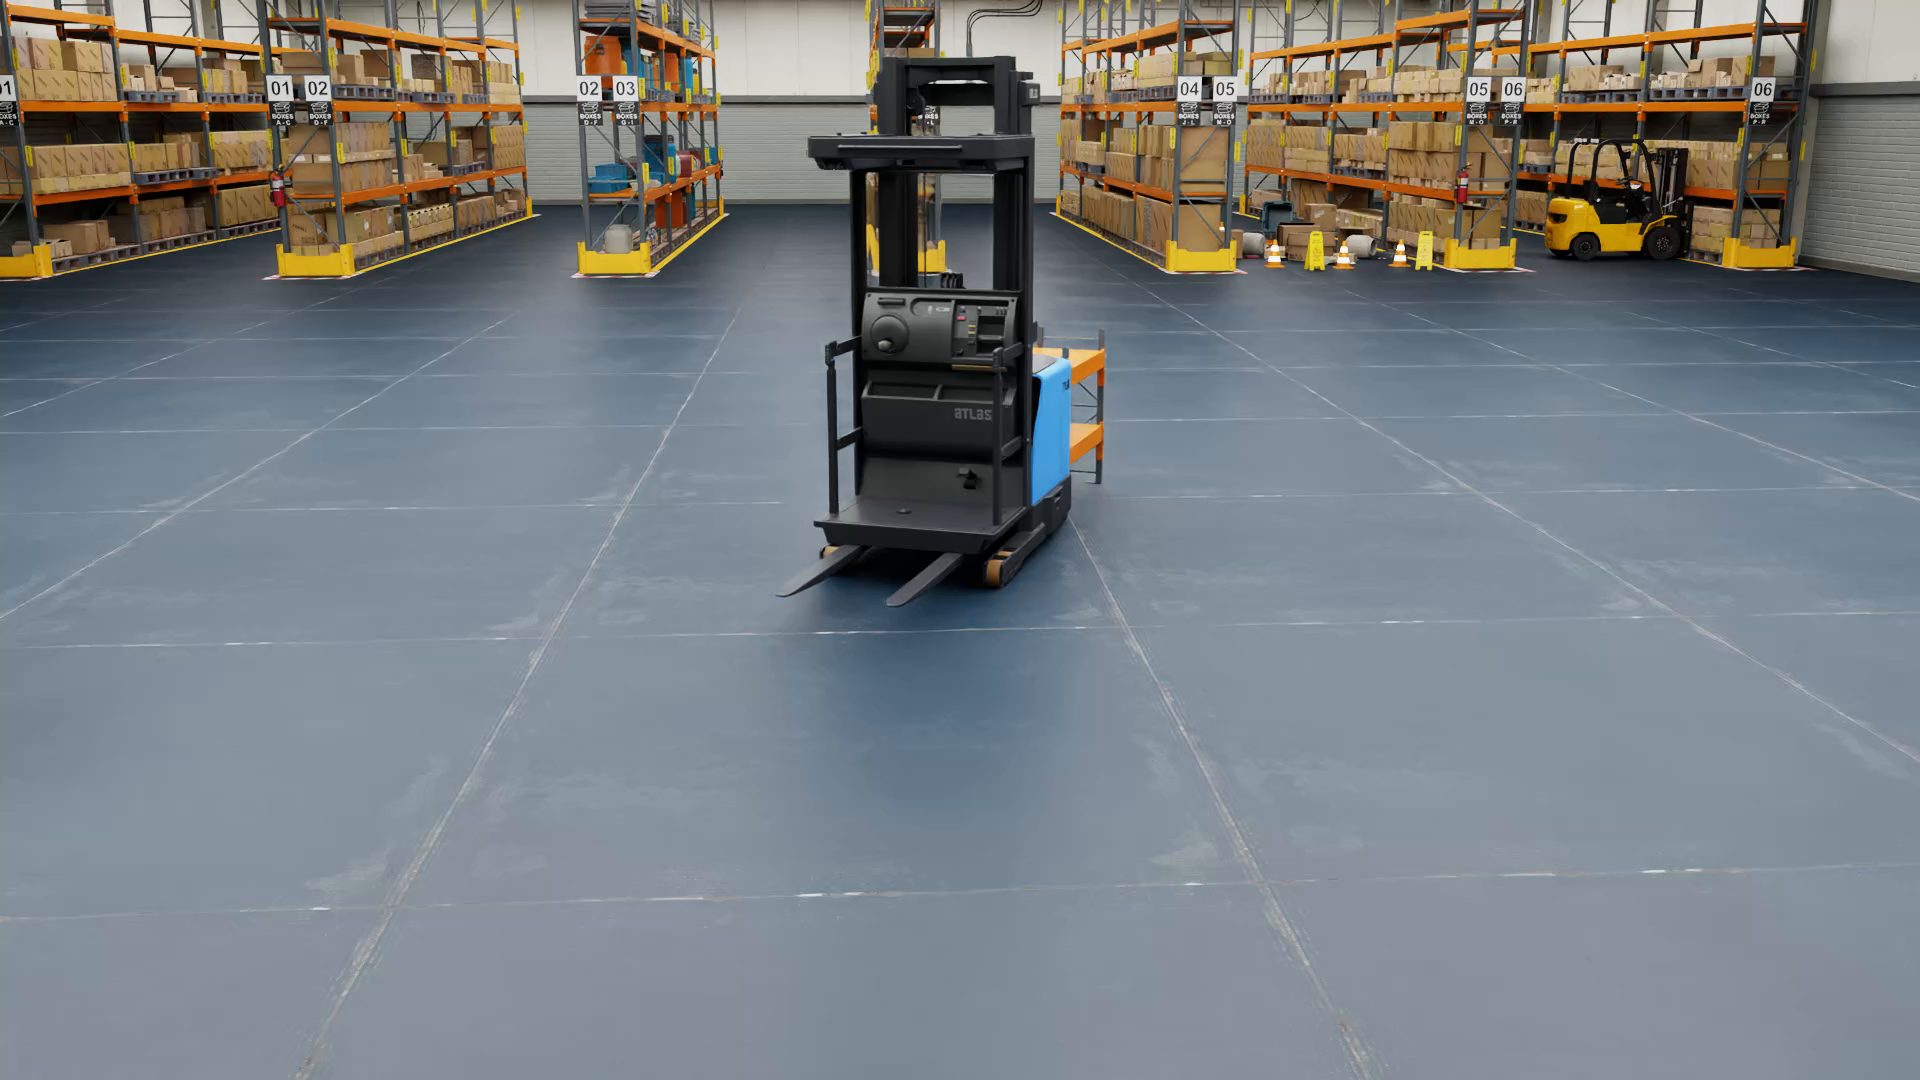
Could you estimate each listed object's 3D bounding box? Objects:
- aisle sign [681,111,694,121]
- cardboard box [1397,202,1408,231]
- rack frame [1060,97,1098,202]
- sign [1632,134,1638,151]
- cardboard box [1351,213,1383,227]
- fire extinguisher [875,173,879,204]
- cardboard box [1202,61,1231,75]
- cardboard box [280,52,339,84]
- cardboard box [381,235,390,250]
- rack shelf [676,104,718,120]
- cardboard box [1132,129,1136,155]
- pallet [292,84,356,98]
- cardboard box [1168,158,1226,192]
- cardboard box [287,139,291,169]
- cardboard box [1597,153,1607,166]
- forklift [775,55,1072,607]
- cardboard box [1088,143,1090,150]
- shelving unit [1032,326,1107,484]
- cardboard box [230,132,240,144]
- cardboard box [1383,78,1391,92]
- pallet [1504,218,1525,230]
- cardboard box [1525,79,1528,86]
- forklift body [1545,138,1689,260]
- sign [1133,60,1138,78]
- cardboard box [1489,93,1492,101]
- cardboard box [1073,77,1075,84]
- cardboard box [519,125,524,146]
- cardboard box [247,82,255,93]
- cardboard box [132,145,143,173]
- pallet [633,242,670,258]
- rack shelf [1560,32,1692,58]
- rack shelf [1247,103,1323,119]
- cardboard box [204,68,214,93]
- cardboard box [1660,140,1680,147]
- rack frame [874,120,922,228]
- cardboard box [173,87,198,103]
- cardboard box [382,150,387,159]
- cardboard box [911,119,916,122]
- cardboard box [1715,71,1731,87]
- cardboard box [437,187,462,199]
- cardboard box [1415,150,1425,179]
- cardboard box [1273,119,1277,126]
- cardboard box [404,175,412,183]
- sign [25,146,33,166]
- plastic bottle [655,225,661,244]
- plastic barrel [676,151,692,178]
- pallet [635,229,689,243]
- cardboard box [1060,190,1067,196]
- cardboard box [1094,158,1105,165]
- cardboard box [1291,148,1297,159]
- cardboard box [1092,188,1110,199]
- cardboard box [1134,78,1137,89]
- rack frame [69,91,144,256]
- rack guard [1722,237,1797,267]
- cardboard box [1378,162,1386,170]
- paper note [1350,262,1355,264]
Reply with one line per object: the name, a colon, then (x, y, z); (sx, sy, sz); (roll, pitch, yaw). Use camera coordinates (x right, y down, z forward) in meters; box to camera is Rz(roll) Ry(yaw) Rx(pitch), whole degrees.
aisle sign: (-7.069, -11.212, 42.866); (0.394, 0.787, 0.004); (-1, 14, -3)
cardboard box: (8.621, -6.136, 31.524); (0.500, 0.500, 0.500); (0, 14, -1)
rack frame: (3.132, -10.068, 43.635); (1.000, 3.000, 0.127); (-1, 14, -3)
sign: (13.222, -7.774, 32.556); (0.100, 0.325, 0.005); (-1, 14, -3)
cardboard box: (8.682, -6.598, 34.579); (0.950, 0.372, 0.625); (0, 14, -2)
fire extinguisher: (-1.287, -5.964, 27.841); (0.296, 0.674, 0.183); (-1, 14, -3)
cardboard box: (4.349, -7.988, 28.195); (0.500, 0.250, 0.500); (-1, 14, -4)
cardboard box: (-10.753, -7.802, 27.478); (0.797, 0.503, 0.637); (0, 14, 0)
cardboard box: (-10.655, -5.391, 30.134); (0.500, 0.250, 0.500); (-1, 14, -3)
rack shelf: (-6.645, -10.547, 40.921); (1.077, 0.370, 4.000); (-1, 14, -3)
cardboard box: (3.805, -7.867, 32.876); (0.700, 0.500, 0.500); (-1, 14, -4)
pallet: (-10.739, -7.471, 27.701); (1.003, 0.211, 1.213); (-1, 14, -3)
cardboard box: (4.055, -6.253, 28.507); (0.875, 0.550, 0.550); (-1, 14, -3)
cardboard box: (-16.466, -9.254, 39.871); (0.980, 0.700, 0.700); (-1, 14, -5)
cardboard box: (13.413, -7.805, 34.139); (0.500, 0.250, 0.500); (-1, 14, -2)
forklift: (-0.185, -1.257, 9.528); (1.130, 2.935, 3.031); (4, 15, 17)
cardboard box: (3.080, -8.817, 37.241); (0.380, 0.149, 0.250); (-1, 14, -3)
shelving unit: (0.638, -0.858, 11.603); (0.538, 1.125, 1.048); (5, 15, 18)
cardboard box: (-16.001, -8.737, 36.122); (0.500, 0.250, 0.500); (-1, 14, -3)
cardboard box: (8.629, -8.911, 32.579); (0.500, 0.250, 0.500); (-1, 14, -5)
pallet: (13.434, -7.396, 38.846); (1.003, 0.211, 1.213); (-1, 14, -3)
cardboard box: (13.002, -10.516, 38.221); (0.380, 0.149, 0.250); (-1, 14, -3)
forklift body: (12.073, -6.300, 30.695); (2.313, 2.155, 1.214); (-1, 14, -3)
sign: (3.334, -8.928, 31.517); (0.100, 0.325, 0.005); (-1, 14, -3)
cardboard box: (9.255, -7.672, 28.810); (0.380, 0.149, 0.250); (-1, 14, -5)
cardboard box: (2.981, -11.283, 40.836); (0.380, 0.149, 0.250); (-1, 14, -4)
cardboard box: (-11.411, -10.290, 42.294); (0.500, 0.500, 0.500); (-1, 14, -4)
cardboard box: (-16.685, -10.590, 38.905); (0.500, 0.250, 0.500); (-1, 14, -3)
cardboard box: (-15.911, -7.191, 31.371); (0.700, 0.500, 0.500); (-1, 14, -3)
pallet: (-6.025, -5.437, 31.235); (1.003, 0.211, 1.213); (-1, 14, -3)
rack shelf: (13.639, -10.123, 34.057); (1.077, 0.370, 4.000); (-1, 14, -3)
rack shelf: (8.190, -10.776, 41.813); (1.077, 0.370, 4.000); (-1, 14, -3)
cardboard box: (-16.334, -9.762, 35.344); (0.700, 0.500, 0.500); (-2, 15, -7)
cardboard box: (13.618, -7.558, 31.783); (0.380, 0.149, 0.250); (-1, 14, -4)
rack frame: (-1.329, -8.027, 35.703); (1.000, 3.000, 0.127); (-1, 14, -3)
cardboard box: (-15.847, -9.041, 33.766); (0.500, 0.311, 0.500); (-1, 14, -3)
cardboard box: (-10.706, -7.051, 30.410); (0.380, 0.149, 0.250); (-1, 14, -5)
cardboard box: (-0.991, -7.725, 32.485); (1.000, 1.000, 1.000); (-1, 14, -3)
cardboard box: (13.641, -8.171, 29.472); (0.396, 0.266, 0.258); (-1, 14, -3)
cardboard box: (-11.616, -7.862, 37.693); (0.500, 0.250, 0.500); (-1, 14, -3)
cardboard box: (8.682, -6.889, 30.482); (0.500, 0.500, 0.500); (-1, 14, -3)
cardboard box: (7.978, -10.347, 41.211); (0.380, 0.149, 0.250); (-1, 14, -4)
cardboard box: (-10.820, -6.982, 32.145); (0.380, 0.149, 0.250); (-1, 14, -3)
sign: (-15.124, -6.235, 27.003); (0.100, 0.325, 0.005); (-1, 14, -3)
plastic bottle: (-5.697, -5.730, 31.209); (0.144, 0.351, 0.185); (-1, 14, -5)
plastic barrel: (-5.942, -7.905, 34.958); (0.600, 0.536, 0.708); (-1, 14, -3)
pallet: (-6.264, -6.406, 35.002); (1.003, 0.211, 1.213); (-1, 14, -3)
cardboard box: (2.825, -9.043, 43.337); (0.380, 0.149, 0.250); (-2, 15, -6)
cardboard box: (3.138, -8.275, 36.331); (0.380, 0.149, 0.250); (-1, 14, -3)
cardboard box: (8.120, -9.101, 39.175); (0.500, 0.250, 0.500); (-1, 14, -3)
cardboard box: (3.265, -7.852, 37.693); (0.500, 0.250, 0.500); (-1, 14, -2)
cardboard box: (3.672, -8.888, 32.289); (0.500, 0.250, 0.500); (-1, 14, -3)
rack frame: (-15.913, -6.802, 30.945); (1.000, 3.000, 0.127); (-1, 14, -3)
rack guard: (14.013, -5.051, 29.154); (1.175, 0.500, 0.348); (-1, 14, -3)
cardboard box: (8.502, -7.390, 32.890); (0.380, 0.149, 0.250); (-1, 14, -3)
paper note: (7.012, -4.956, 29.729); (0.148, 0.019, 0.142); (-6, 16, -23)
